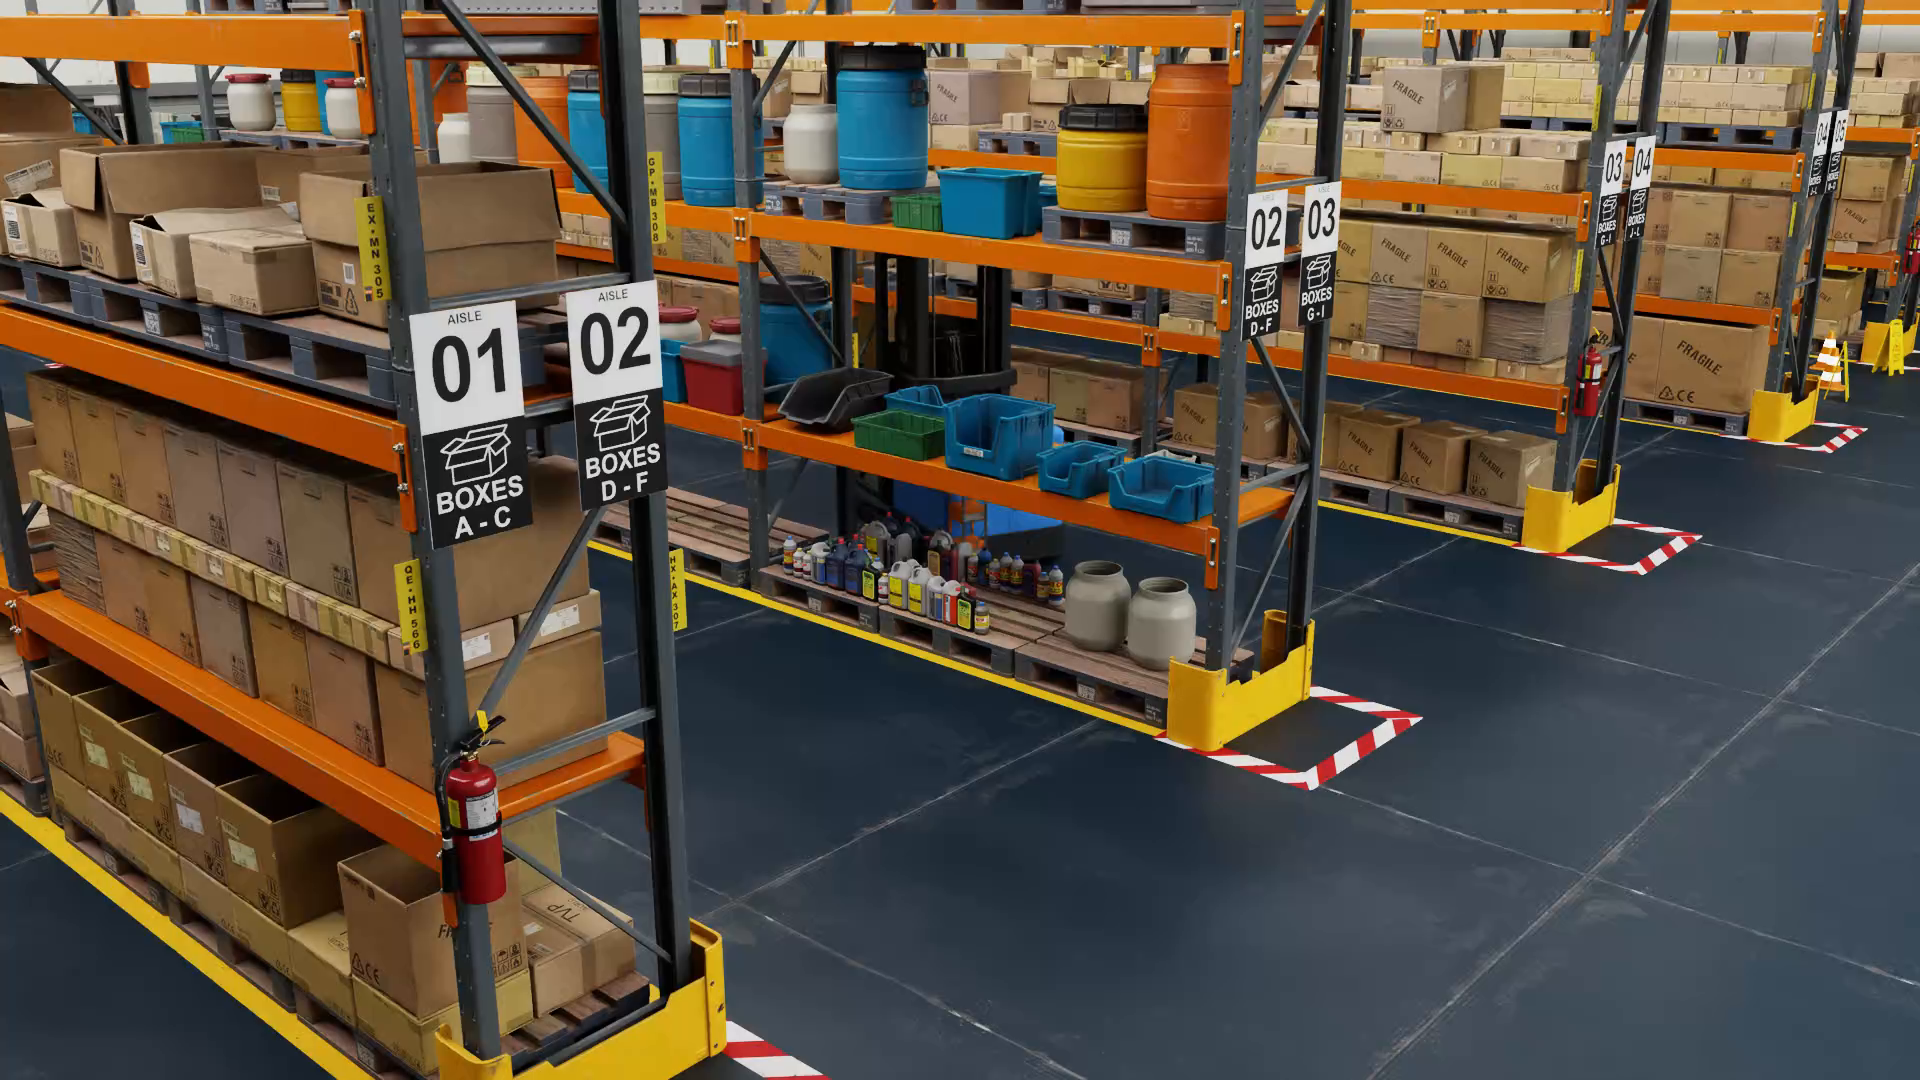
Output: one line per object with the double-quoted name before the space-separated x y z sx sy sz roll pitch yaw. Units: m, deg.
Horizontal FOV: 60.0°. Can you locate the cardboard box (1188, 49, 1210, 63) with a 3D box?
"cardboard box" 4.694 -9.231 31.711 0.500 0.250 0.500 16 23 40

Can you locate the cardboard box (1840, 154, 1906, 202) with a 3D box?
"cardboard box" 11.147 -4.428 20.297 0.500 0.500 0.700 14 23 38

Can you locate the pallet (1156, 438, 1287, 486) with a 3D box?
"pallet" 2.630 -0.814 15.829 1.213 0.211 1.003 15 23 39

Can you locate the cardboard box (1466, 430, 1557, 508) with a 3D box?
"cardboard box" 4.640 -0.605 13.997 0.500 0.500 0.500 -13 22 -36

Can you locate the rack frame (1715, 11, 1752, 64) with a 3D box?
"rack frame" 11.974 -8.496 25.505 0.127 3.000 1.000 15 23 39

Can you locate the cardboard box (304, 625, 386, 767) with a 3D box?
"cardboard box" -2.219 0.525 6.834 0.500 0.500 0.700 16 23 41

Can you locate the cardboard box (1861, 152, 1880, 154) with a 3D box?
"cardboard box" 13.718 -5.764 25.087 0.250 0.149 0.380 15 23 40

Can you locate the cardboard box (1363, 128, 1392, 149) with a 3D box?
"cardboard box" 3.538 -3.329 13.772 0.250 0.149 0.380 14 22 37

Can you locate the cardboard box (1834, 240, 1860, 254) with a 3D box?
"cardboard box" 10.989 -3.642 20.544 0.250 0.149 0.380 15 23 39

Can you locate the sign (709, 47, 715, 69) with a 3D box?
"sign" -3.864 -7.505 25.898 0.005 0.325 0.100 15 23 39

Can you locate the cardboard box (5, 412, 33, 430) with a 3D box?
"cardboard box" -5.807 -0.442 9.879 0.500 0.500 0.500 15 23 39

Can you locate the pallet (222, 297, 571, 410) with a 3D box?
"pallet" -1.994 -0.762 6.241 1.213 0.211 1.003 15 23 39

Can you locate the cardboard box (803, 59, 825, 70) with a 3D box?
"cardboard box" -2.115 -7.066 24.721 0.250 0.149 0.380 15 23 38

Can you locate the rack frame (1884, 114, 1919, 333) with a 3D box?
"rack frame" 11.674 -3.709 20.341 0.127 3.000 1.000 15 23 39

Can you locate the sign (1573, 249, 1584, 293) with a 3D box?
"sign" 4.712 -2.048 12.670 0.005 0.325 0.100 15 23 39

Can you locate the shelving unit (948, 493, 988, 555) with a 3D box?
"shelving unit" 0.060 -0.167 12.401 0.215 1.050 0.252 -8 19 -23

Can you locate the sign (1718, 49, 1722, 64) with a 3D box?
"sign" 11.621 -7.338 25.440 0.005 0.325 0.100 15 23 39

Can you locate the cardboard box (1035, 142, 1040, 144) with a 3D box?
"cardboard box" 1.401 -6.879 28.510 0.500 0.500 0.500 15 23 40

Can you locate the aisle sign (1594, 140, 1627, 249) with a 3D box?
"aisle sign" 4.943 -2.626 12.629 0.004 0.787 0.394 15 23 39

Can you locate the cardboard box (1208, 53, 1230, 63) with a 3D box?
"cardboard box" 4.179 -7.281 25.778 0.500 0.500 0.500 15 23 40

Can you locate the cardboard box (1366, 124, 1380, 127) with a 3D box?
"cardboard box" 3.671 -3.481 14.252 0.250 0.149 0.380 14 22 37

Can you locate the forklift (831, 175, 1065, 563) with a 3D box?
"forklift" -0.272 -1.567 13.705 1.130 2.935 3.031 -8 19 -24

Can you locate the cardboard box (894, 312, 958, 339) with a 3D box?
"cardboard box" -0.367 -2.321 18.133 0.500 0.250 0.500 16 24 41

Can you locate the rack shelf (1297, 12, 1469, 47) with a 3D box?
"rack shelf" 3.976 -6.100 19.806 4.000 0.370 1.077 15 23 39

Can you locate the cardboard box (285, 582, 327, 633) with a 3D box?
"cardboard box" -2.470 0.228 6.696 0.250 0.149 0.380 15 23 40

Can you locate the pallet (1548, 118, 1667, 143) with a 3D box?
"pallet" 6.985 -4.348 17.541 1.213 0.211 1.003 15 23 39

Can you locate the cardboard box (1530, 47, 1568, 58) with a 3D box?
"cardboard box" 9.806 -7.885 27.515 0.500 0.500 0.700 14 23 38

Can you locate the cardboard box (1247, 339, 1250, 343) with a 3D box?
"cardboard box" 2.642 -1.894 15.037 0.250 0.149 0.380 15 23 39

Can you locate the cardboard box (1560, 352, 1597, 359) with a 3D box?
"cardboard box" 5.041 -1.459 13.664 0.250 0.149 0.380 15 23 39

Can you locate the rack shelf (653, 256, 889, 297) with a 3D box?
"rack shelf" -2.384 -3.132 19.711 4.000 0.370 1.077 15 23 39

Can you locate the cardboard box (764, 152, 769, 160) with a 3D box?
"cardboard box" -2.962 -6.197 25.871 0.500 0.500 0.500 16 24 41

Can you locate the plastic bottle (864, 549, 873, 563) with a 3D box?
"plastic bottle" -0.667 0.199 11.809 0.097 0.271 0.097 0 18 0

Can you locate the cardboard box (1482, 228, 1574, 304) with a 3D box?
"cardboard box" 4.520 -2.188 13.236 0.500 0.500 0.500 15 23 39

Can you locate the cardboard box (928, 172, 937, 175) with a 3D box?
"cardboard box" -0.310 -5.105 23.475 0.250 0.149 0.380 16 24 41

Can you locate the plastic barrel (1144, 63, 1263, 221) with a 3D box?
"plastic barrel" 1.360 -2.250 9.379 0.708 0.830 0.600 15 23 39

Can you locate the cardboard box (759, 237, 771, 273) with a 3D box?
"cardboard box" -2.181 -3.369 19.103 0.500 0.500 0.500 14 22 38

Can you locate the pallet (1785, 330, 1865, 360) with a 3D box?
"pallet" 11.033 -2.566 21.350 1.213 0.211 1.003 15 23 39

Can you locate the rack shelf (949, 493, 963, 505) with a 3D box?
"rack shelf" 0.060 -0.427 12.318 0.215 0.259 0.240 -8 19 -23

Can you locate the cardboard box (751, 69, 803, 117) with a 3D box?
"cardboard box" -2.096 -5.011 18.623 0.500 0.500 0.500 17 24 42

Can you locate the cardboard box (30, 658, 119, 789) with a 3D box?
"cardboard box" -4.335 0.887 8.469 0.500 0.500 0.500 15 23 39

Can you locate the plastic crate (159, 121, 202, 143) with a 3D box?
"plastic crate" -8.060 -4.216 17.257 0.300 0.233 0.416 15 23 39

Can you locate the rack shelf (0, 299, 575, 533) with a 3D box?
"rack shelf" -2.979 -0.715 7.136 4.000 0.370 1.077 15 23 39

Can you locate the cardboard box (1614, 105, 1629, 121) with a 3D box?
"cardboard box" 6.849 -4.423 17.187 0.250 0.149 0.380 15 23 40

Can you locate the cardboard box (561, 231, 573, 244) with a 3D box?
"cardboard box" -4.902 -3.899 21.353 0.250 0.149 0.380 16 23 40

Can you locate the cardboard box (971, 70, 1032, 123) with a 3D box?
"cardboard box" 0.386 -4.546 17.028 0.500 0.500 0.500 16 23 40

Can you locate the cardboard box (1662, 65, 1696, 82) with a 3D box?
"cardboard box" 7.228 -4.702 16.747 0.250 0.149 0.380 15 23 39

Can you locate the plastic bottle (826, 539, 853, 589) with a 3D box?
"plastic bottle" -0.855 0.159 11.803 0.185 0.351 0.144 16 24 41

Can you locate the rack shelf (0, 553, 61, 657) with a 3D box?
"rack shelf" -5.970 -0.088 10.121 4.000 0.370 1.077 15 23 39

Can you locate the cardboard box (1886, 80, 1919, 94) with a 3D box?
"cardboard box" 11.225 -5.400 19.808 0.250 0.149 0.380 15 23 40

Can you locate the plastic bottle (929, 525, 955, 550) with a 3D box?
"plastic bottle" -0.126 0.071 12.082 0.185 0.351 0.144 15 23 39

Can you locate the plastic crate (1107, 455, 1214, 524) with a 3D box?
"plastic crate" 1.235 -0.308 9.871 0.616 0.251 0.499 15 23 39

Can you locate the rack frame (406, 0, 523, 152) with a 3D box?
"rack frame" -4.176 -4.812 13.899 0.127 3.000 1.000 15 23 39

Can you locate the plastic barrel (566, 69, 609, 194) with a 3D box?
"plastic barrel" -2.687 -3.134 12.740 0.708 0.901 0.600 15 23 39

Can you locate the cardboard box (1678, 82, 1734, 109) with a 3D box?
"cardboard box" 7.538 -4.453 16.621 0.500 0.250 0.500 15 23 39

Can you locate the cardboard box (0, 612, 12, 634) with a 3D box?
"cardboard box" -5.733 0.593 9.708 0.500 0.311 0.500 15 23 39

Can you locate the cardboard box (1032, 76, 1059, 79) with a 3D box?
"cardboard box" 1.130 -5.909 22.147 0.500 0.500 0.500 15 23 39
